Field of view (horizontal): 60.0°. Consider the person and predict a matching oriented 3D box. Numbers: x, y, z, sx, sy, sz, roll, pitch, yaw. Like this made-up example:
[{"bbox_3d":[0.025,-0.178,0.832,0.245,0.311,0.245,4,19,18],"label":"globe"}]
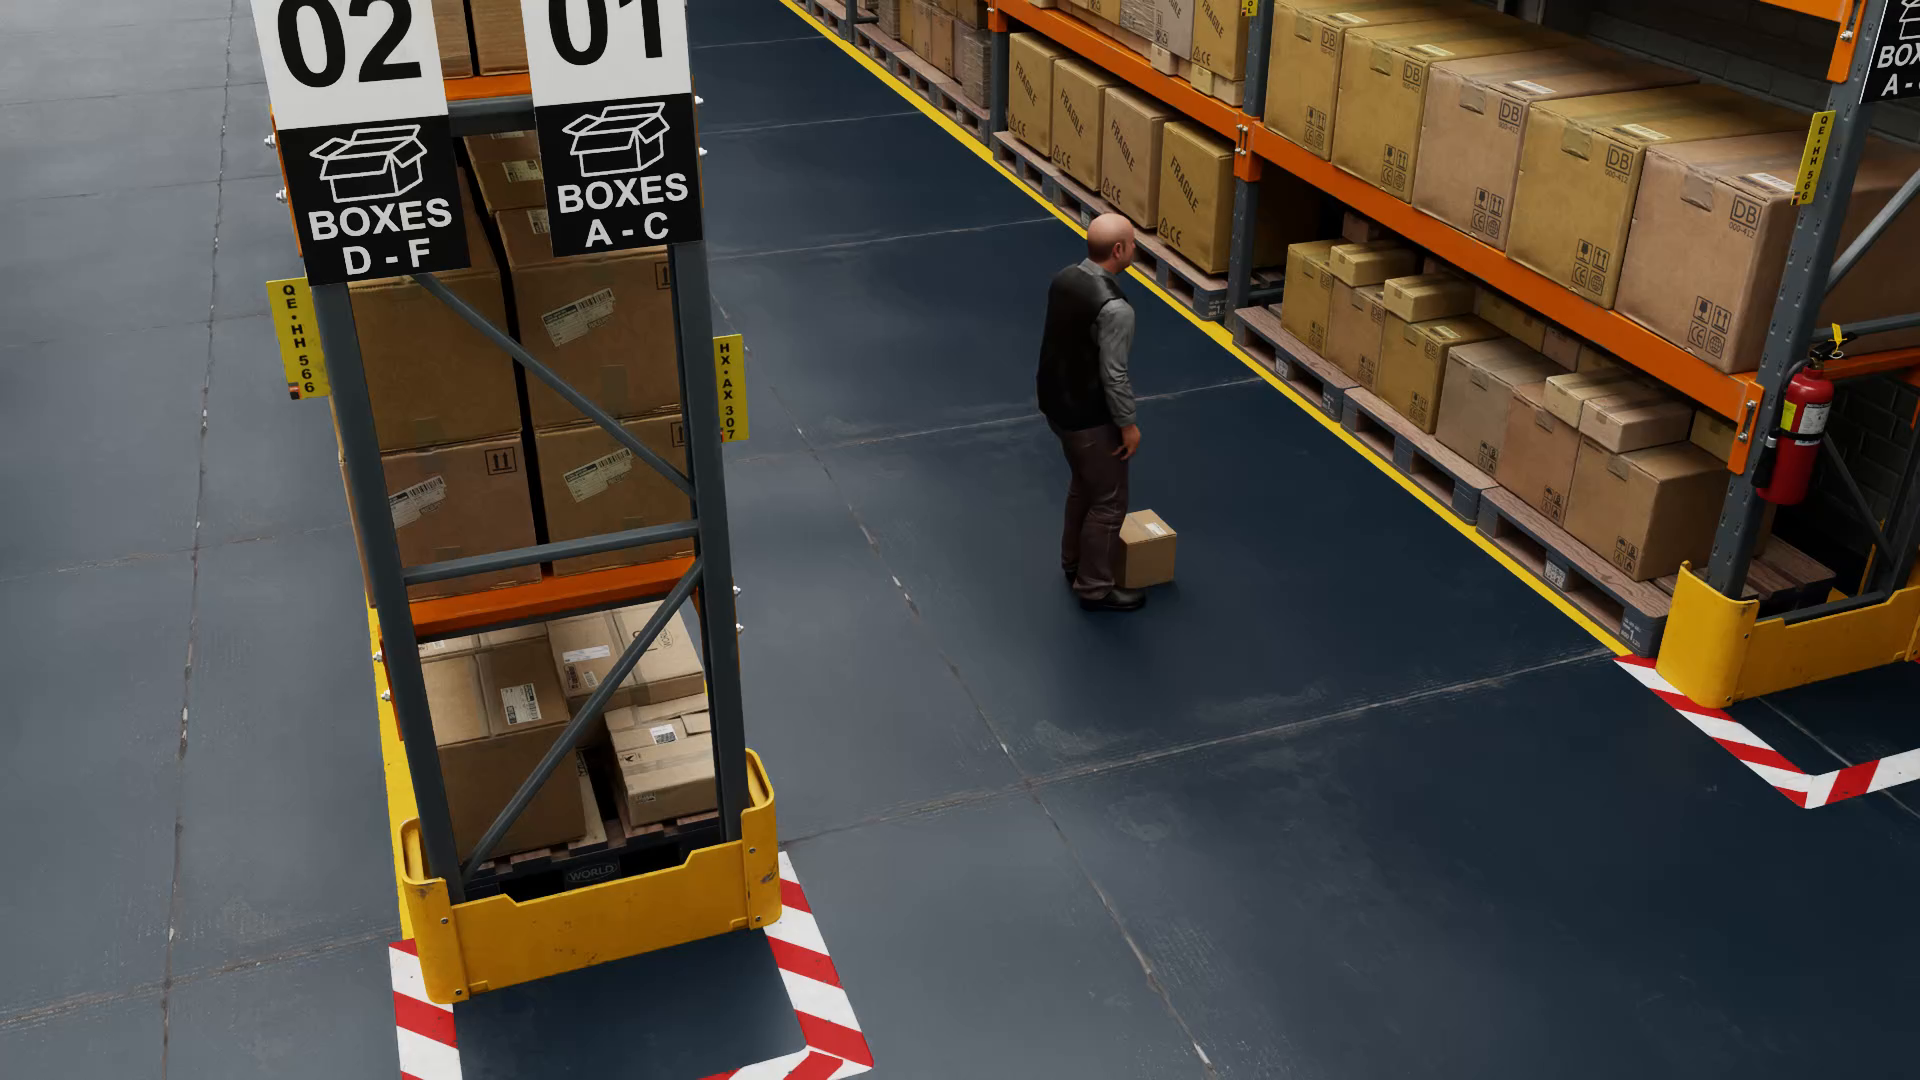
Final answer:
[{"bbox_3d":[0.571,-0.551,7.119,0.465,1.722,0.591,-12,32,-20],"label":"person"}]
